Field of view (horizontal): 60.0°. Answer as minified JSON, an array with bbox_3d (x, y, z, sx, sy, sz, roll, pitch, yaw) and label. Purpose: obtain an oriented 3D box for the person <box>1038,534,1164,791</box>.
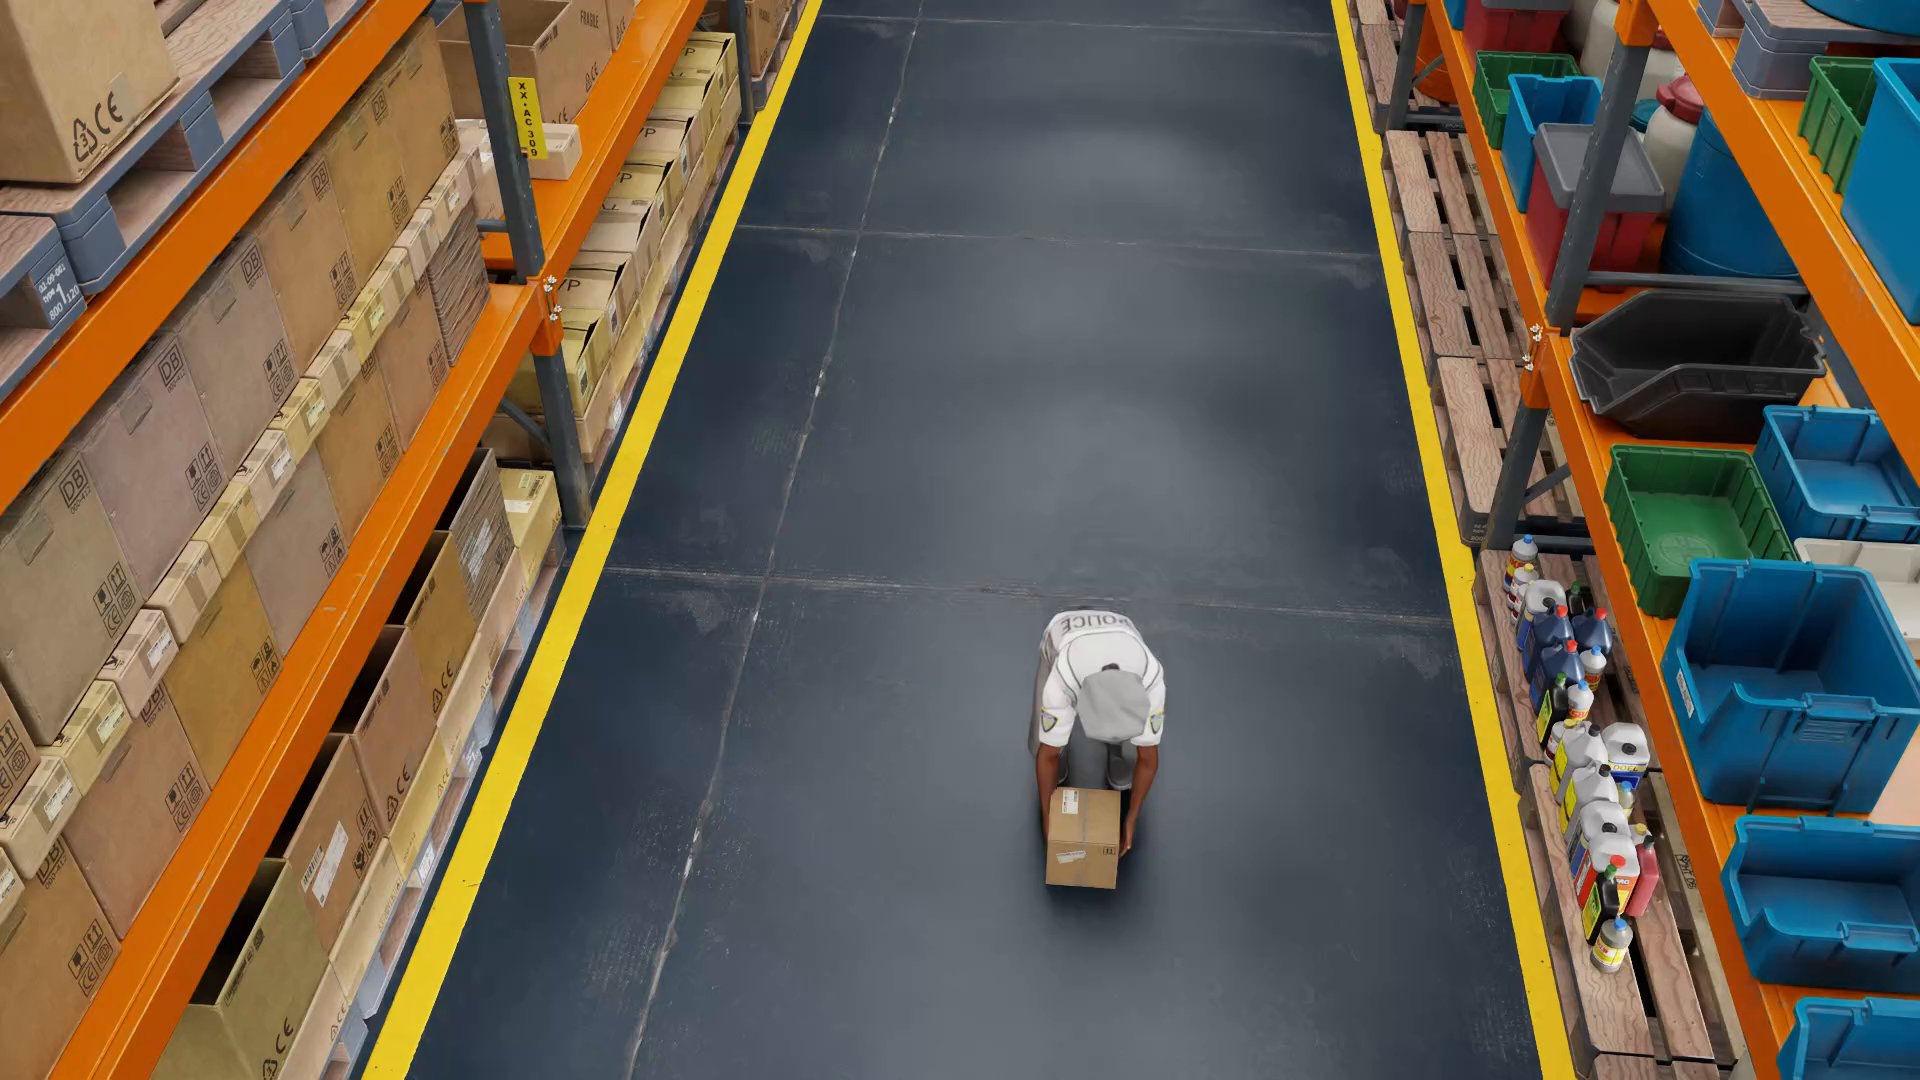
[{"bbox_3d":[0.480,0.443,5.836,0.412,1.410,0.832,2,40,3],"label":"person"}]
